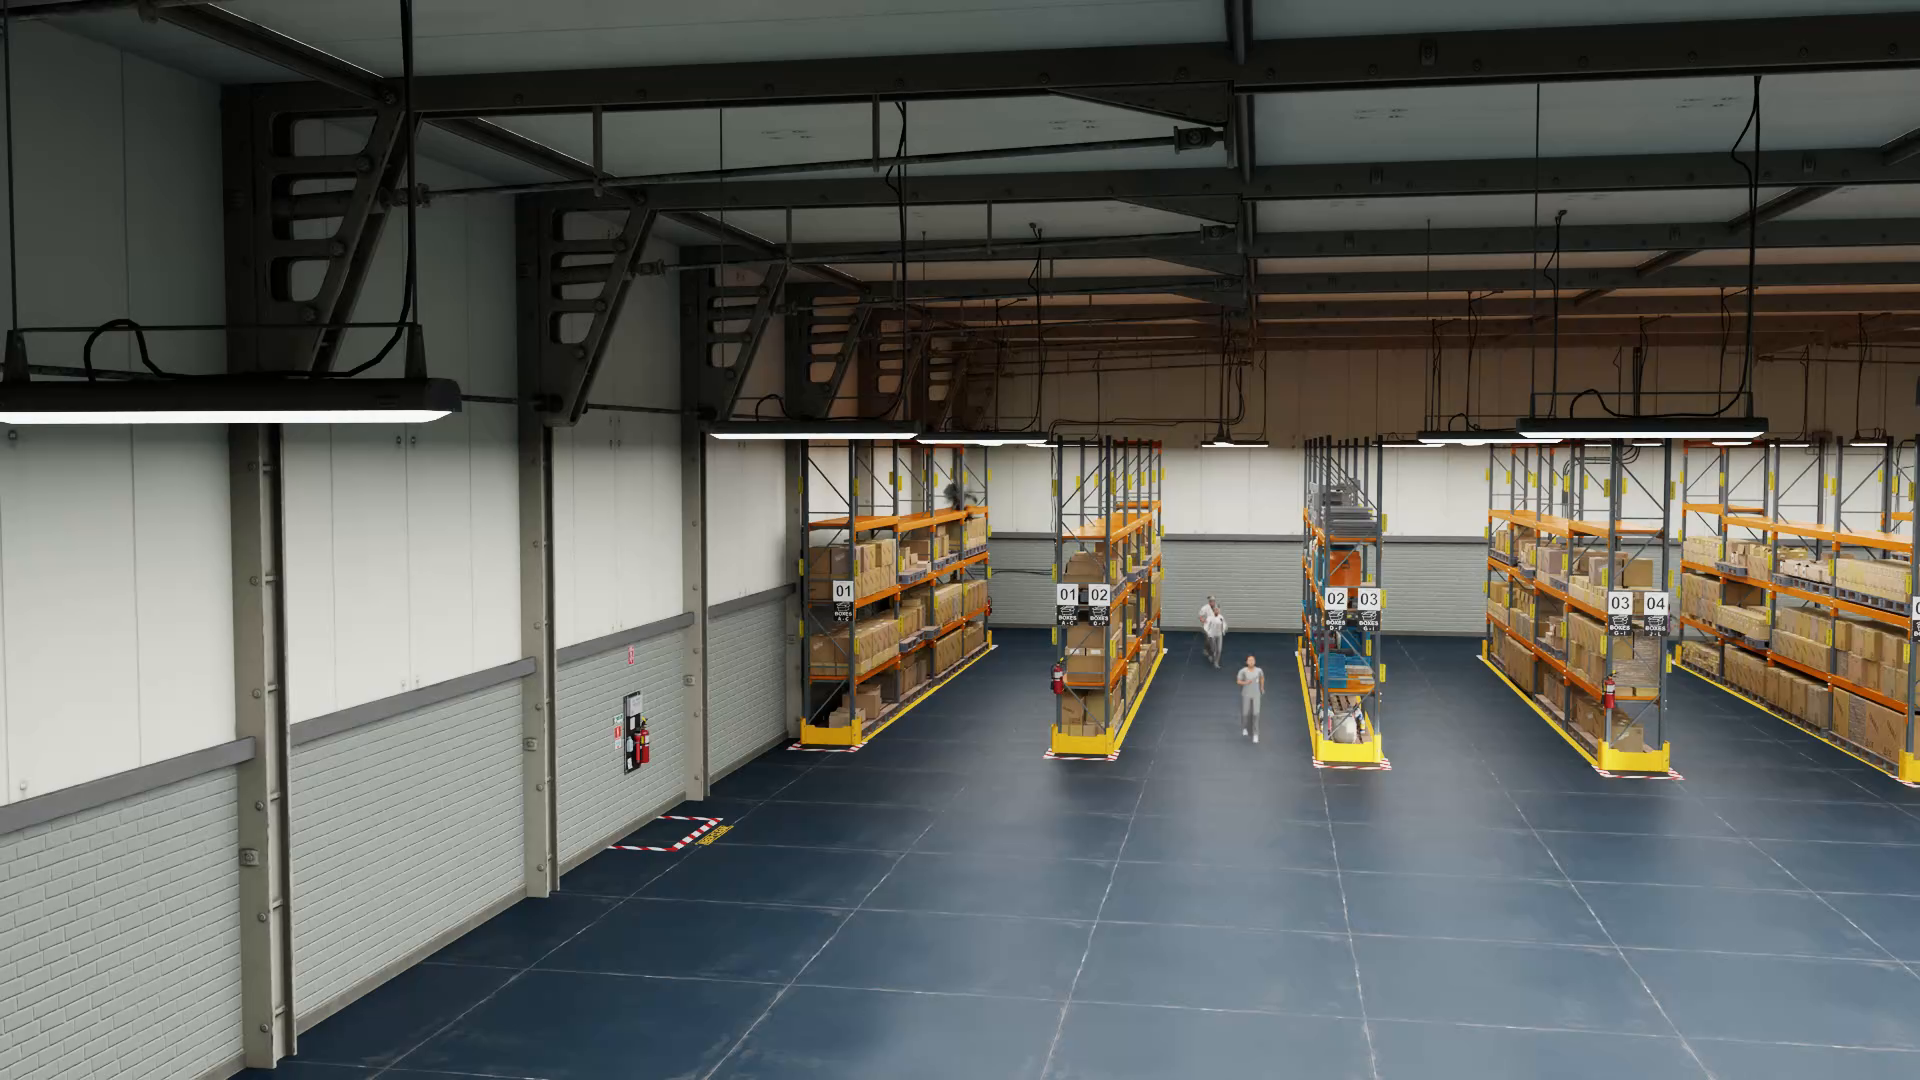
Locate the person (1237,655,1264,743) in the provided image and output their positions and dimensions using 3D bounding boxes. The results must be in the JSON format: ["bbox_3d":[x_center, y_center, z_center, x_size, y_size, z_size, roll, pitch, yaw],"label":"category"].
[{"bbox_3d":[5.733,3.087,32.771,0.558,1.670,0.952,0,3,3],"label":"person"}]

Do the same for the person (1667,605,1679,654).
[{"bbox_3d":[19.270,2.476,45.497,0.609,1.547,0.619,-1,3,-18],"label":"person"}]

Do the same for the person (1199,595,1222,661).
[{"bbox_3d":[6.861,2.390,45.522,0.675,1.788,0.883,0,3,-8],"label":"person"}]

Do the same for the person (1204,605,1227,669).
[{"bbox_3d":[6.743,2.531,43.834,0.617,1.671,0.696,0,3,-6],"label":"person"}]
